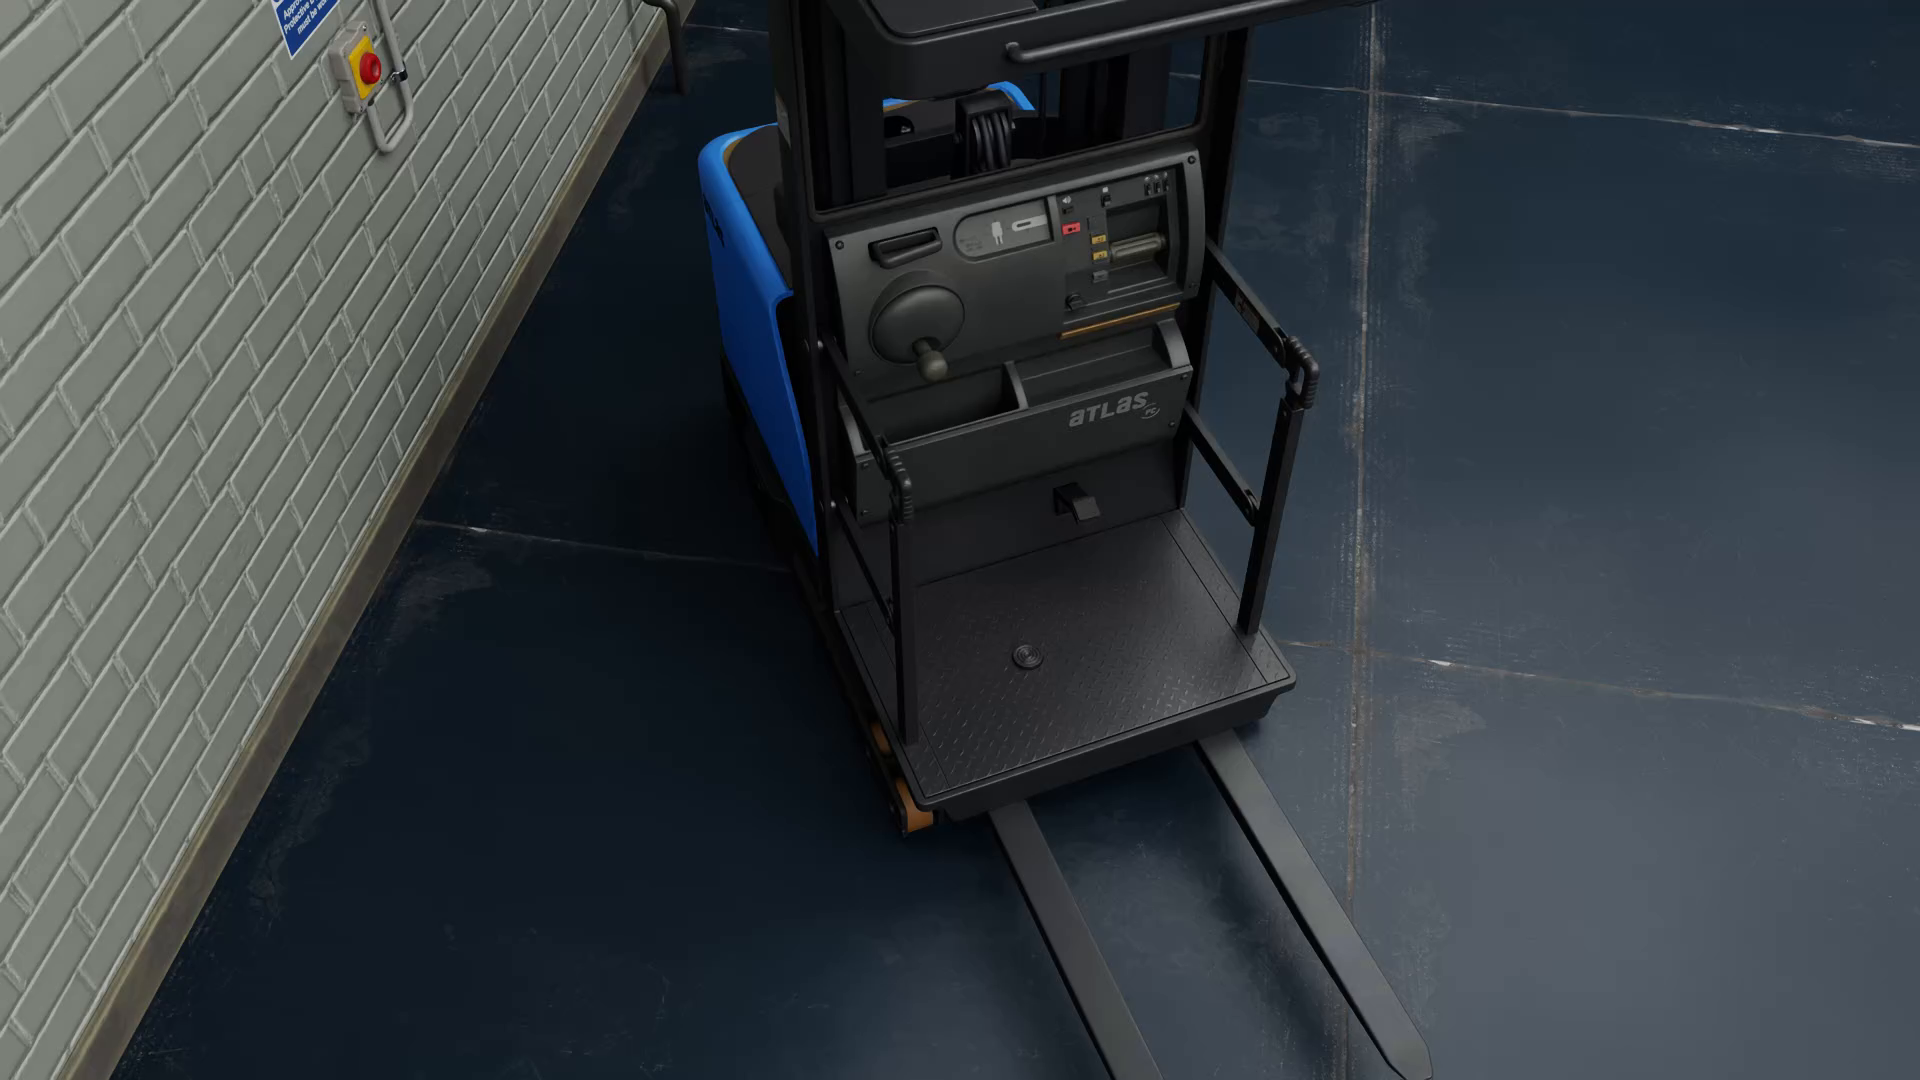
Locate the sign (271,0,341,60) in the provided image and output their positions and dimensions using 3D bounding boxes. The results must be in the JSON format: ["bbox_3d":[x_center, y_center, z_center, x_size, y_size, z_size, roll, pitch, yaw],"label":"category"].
[{"bbox_3d":[-1.706,-1.436,4.342,0.001,0.218,0.327,8,49,7],"label":"sign"}]

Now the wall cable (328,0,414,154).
[{"bbox_3d":[-1.638,-1.722,4.077,0.123,1.953,0.585,8,49,7],"label":"wall cable"}]

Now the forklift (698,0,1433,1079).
[{"bbox_3d":[0.228,-0.549,3.773,1.130,2.935,3.031,-16,50,-14],"label":"forklift"}]

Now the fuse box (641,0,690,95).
[{"bbox_3d":[-1.120,-2.460,6.310,0.414,1.711,0.539,8,49,7],"label":"fuse box"}]
